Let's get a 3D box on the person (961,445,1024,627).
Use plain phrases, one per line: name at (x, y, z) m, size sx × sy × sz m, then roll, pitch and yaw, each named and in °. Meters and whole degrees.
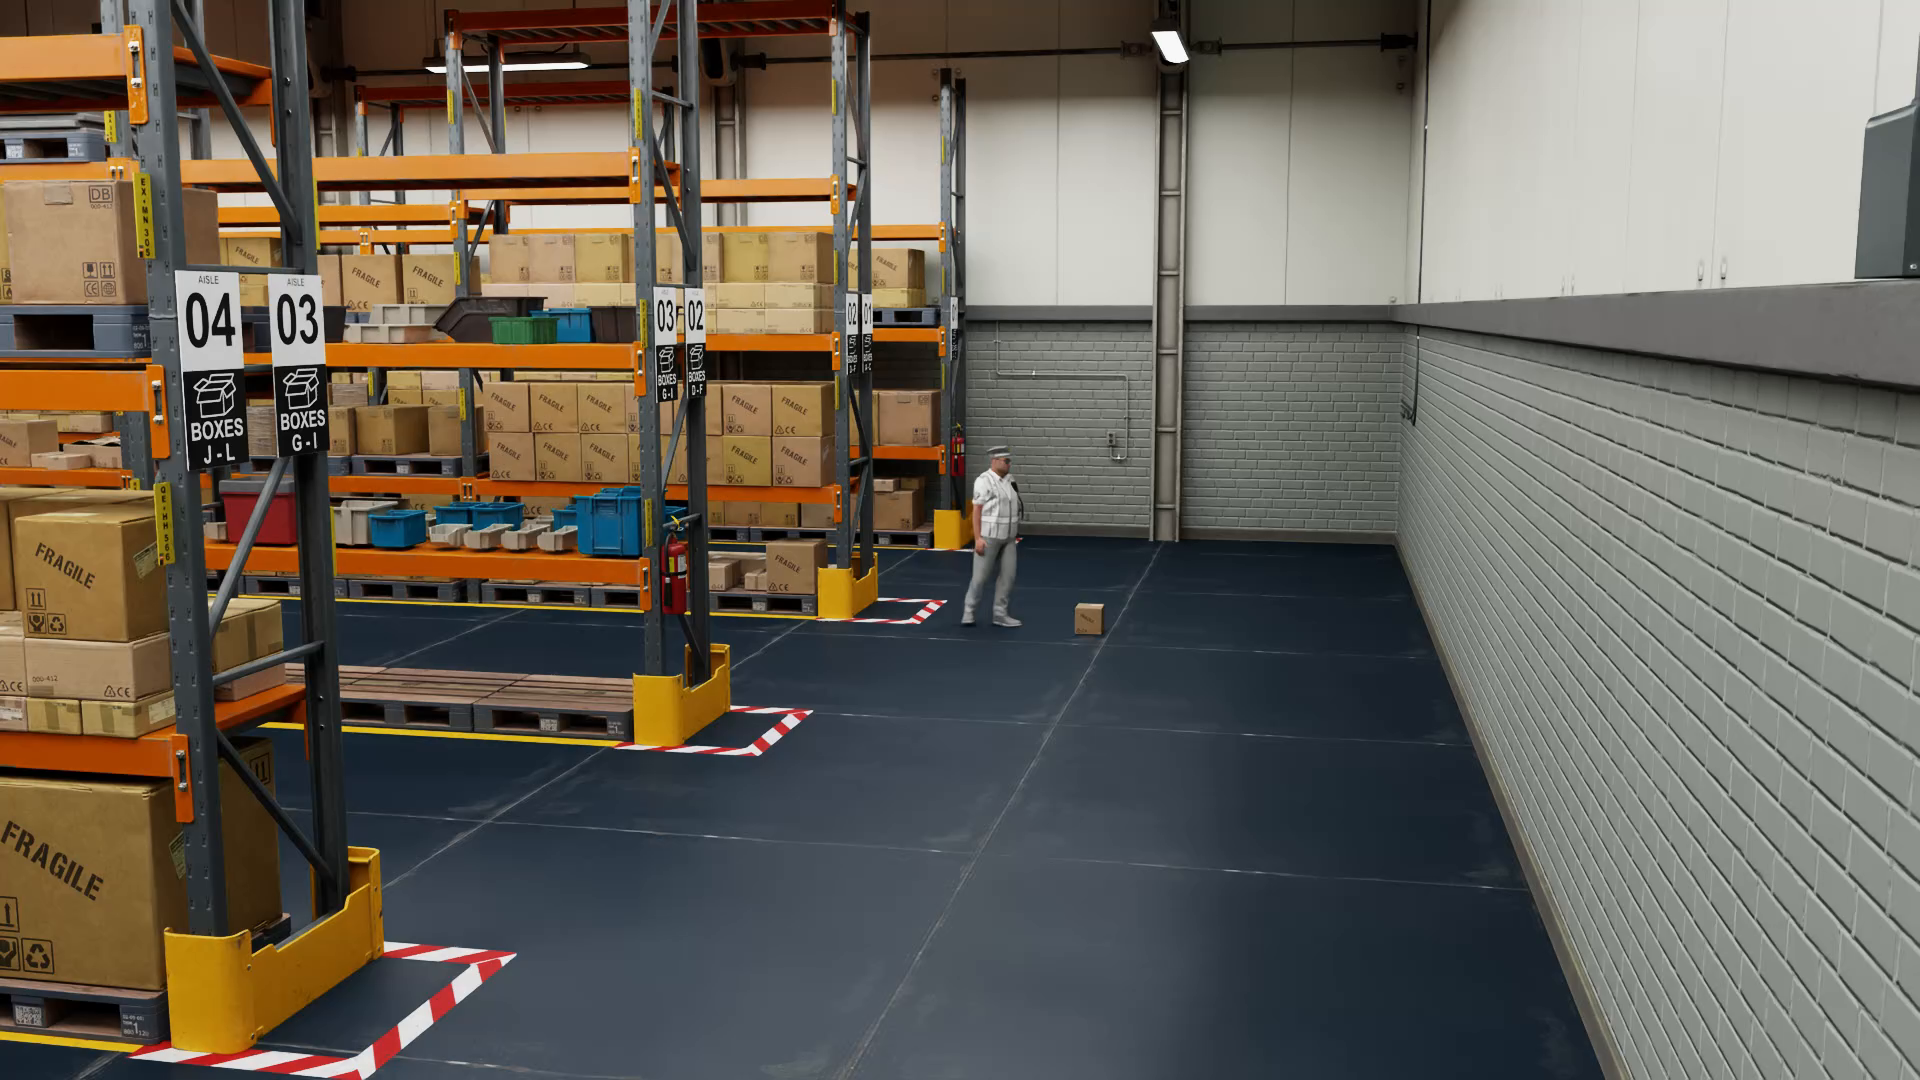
person at (0.309, -0.043, 16.053) m, size 0.565 × 1.756 × 0.591 m, roll -7°, pitch 11°, yaw -43°
